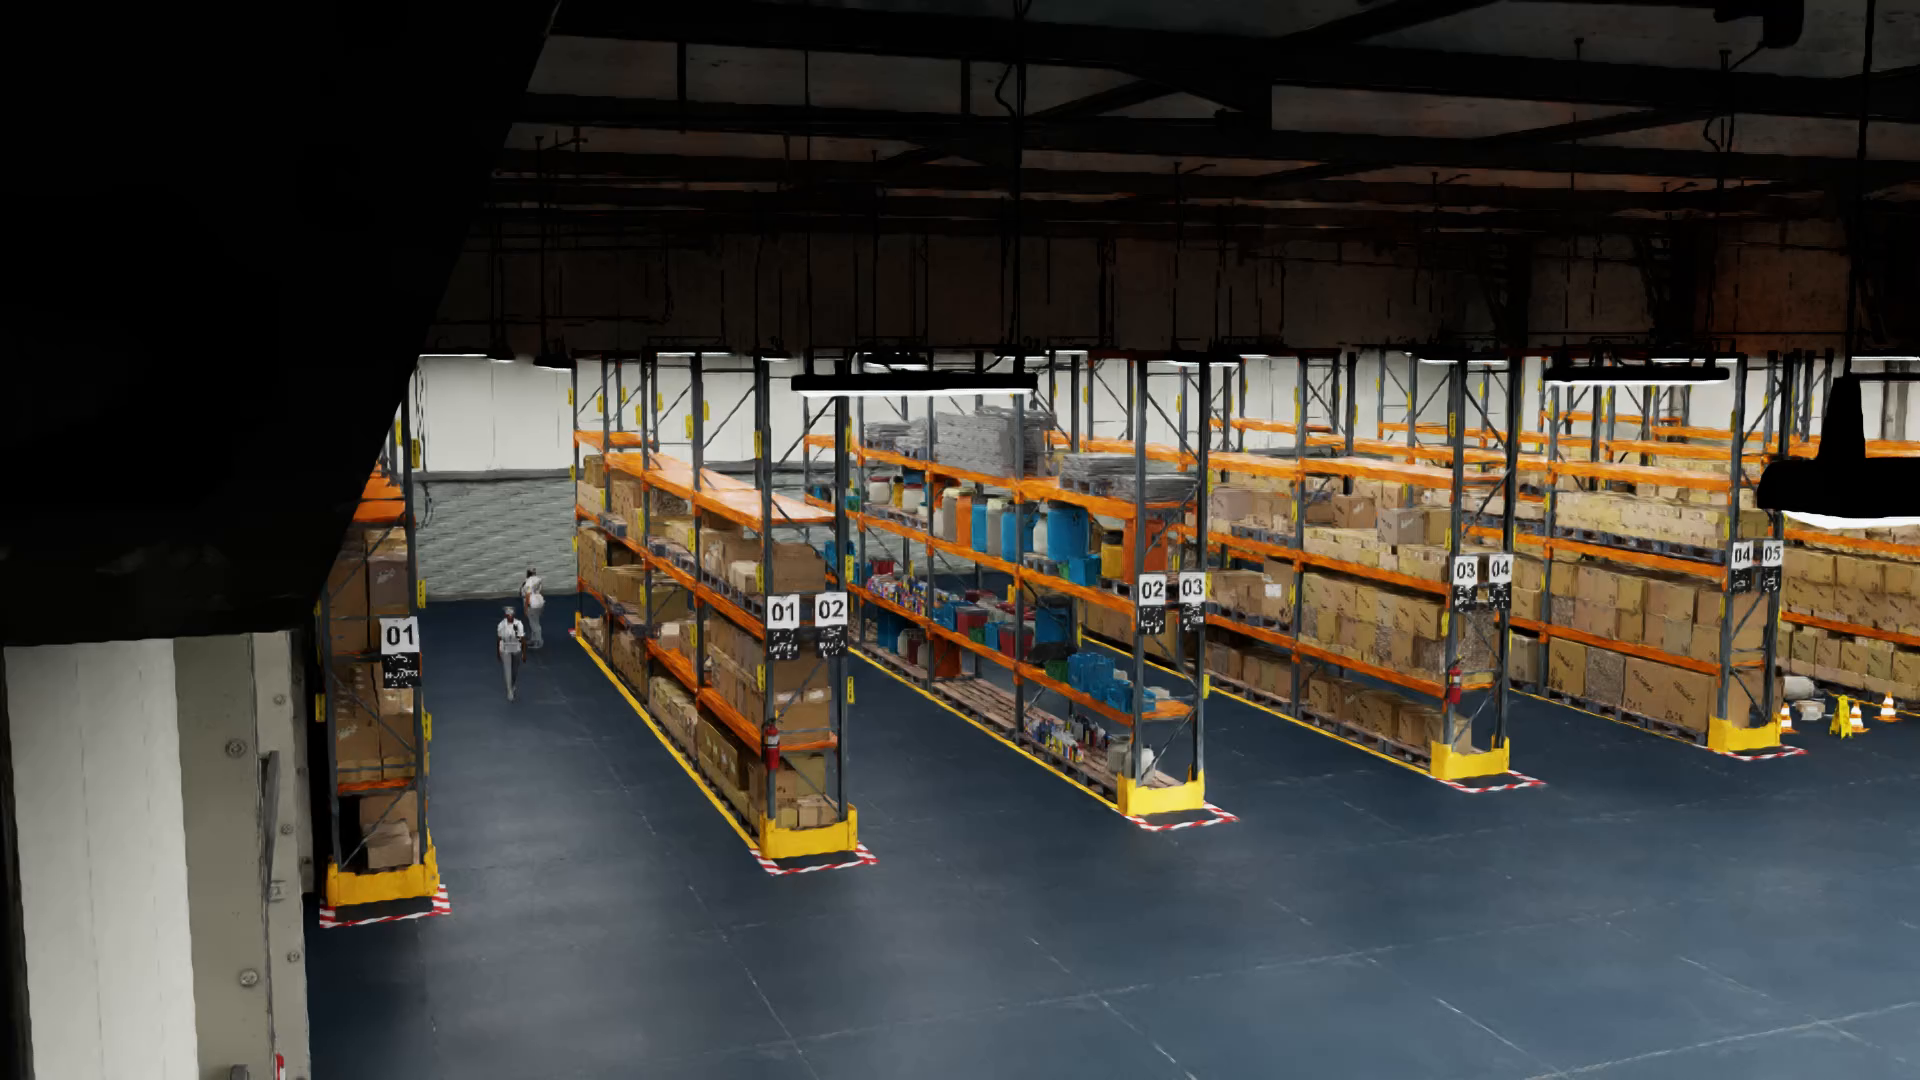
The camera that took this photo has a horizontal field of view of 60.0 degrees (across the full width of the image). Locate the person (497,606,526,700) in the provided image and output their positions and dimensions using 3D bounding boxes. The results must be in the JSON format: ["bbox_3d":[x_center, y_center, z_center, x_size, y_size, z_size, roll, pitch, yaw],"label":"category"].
[{"bbox_3d":[-7.795,1.925,28.942,0.463,1.625,0.989,-3,8,-22],"label":"person"}]

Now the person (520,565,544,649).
[{"bbox_3d":[-8.635,1.333,33.561,0.524,1.662,0.557,1,7,9],"label":"person"}]
